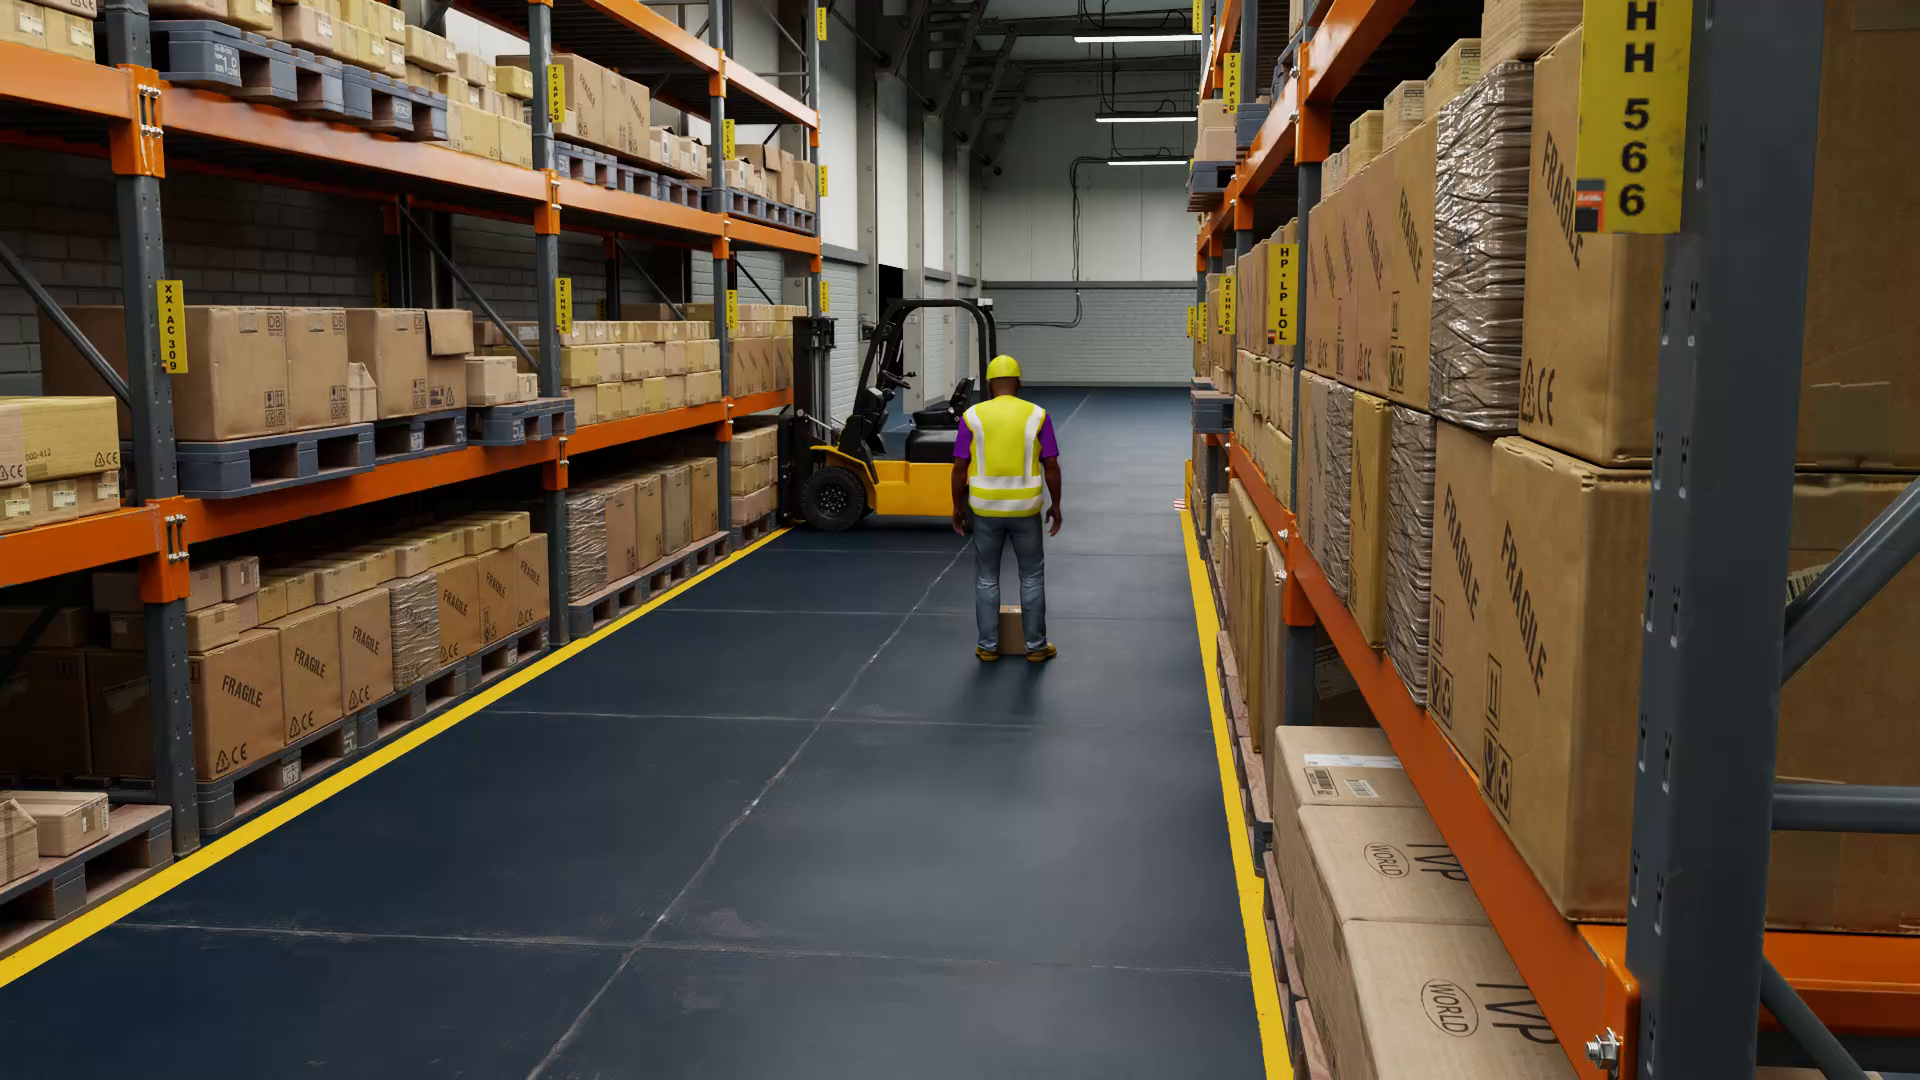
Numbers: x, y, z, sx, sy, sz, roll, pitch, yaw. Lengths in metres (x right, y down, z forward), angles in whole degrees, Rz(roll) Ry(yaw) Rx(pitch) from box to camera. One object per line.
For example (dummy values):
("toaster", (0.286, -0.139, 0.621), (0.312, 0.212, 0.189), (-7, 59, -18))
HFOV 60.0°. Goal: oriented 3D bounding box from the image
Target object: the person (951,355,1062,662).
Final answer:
("person", (0.271, -0.183, 9.604), (0.638, 1.761, 0.457), (1, 8, 4))
